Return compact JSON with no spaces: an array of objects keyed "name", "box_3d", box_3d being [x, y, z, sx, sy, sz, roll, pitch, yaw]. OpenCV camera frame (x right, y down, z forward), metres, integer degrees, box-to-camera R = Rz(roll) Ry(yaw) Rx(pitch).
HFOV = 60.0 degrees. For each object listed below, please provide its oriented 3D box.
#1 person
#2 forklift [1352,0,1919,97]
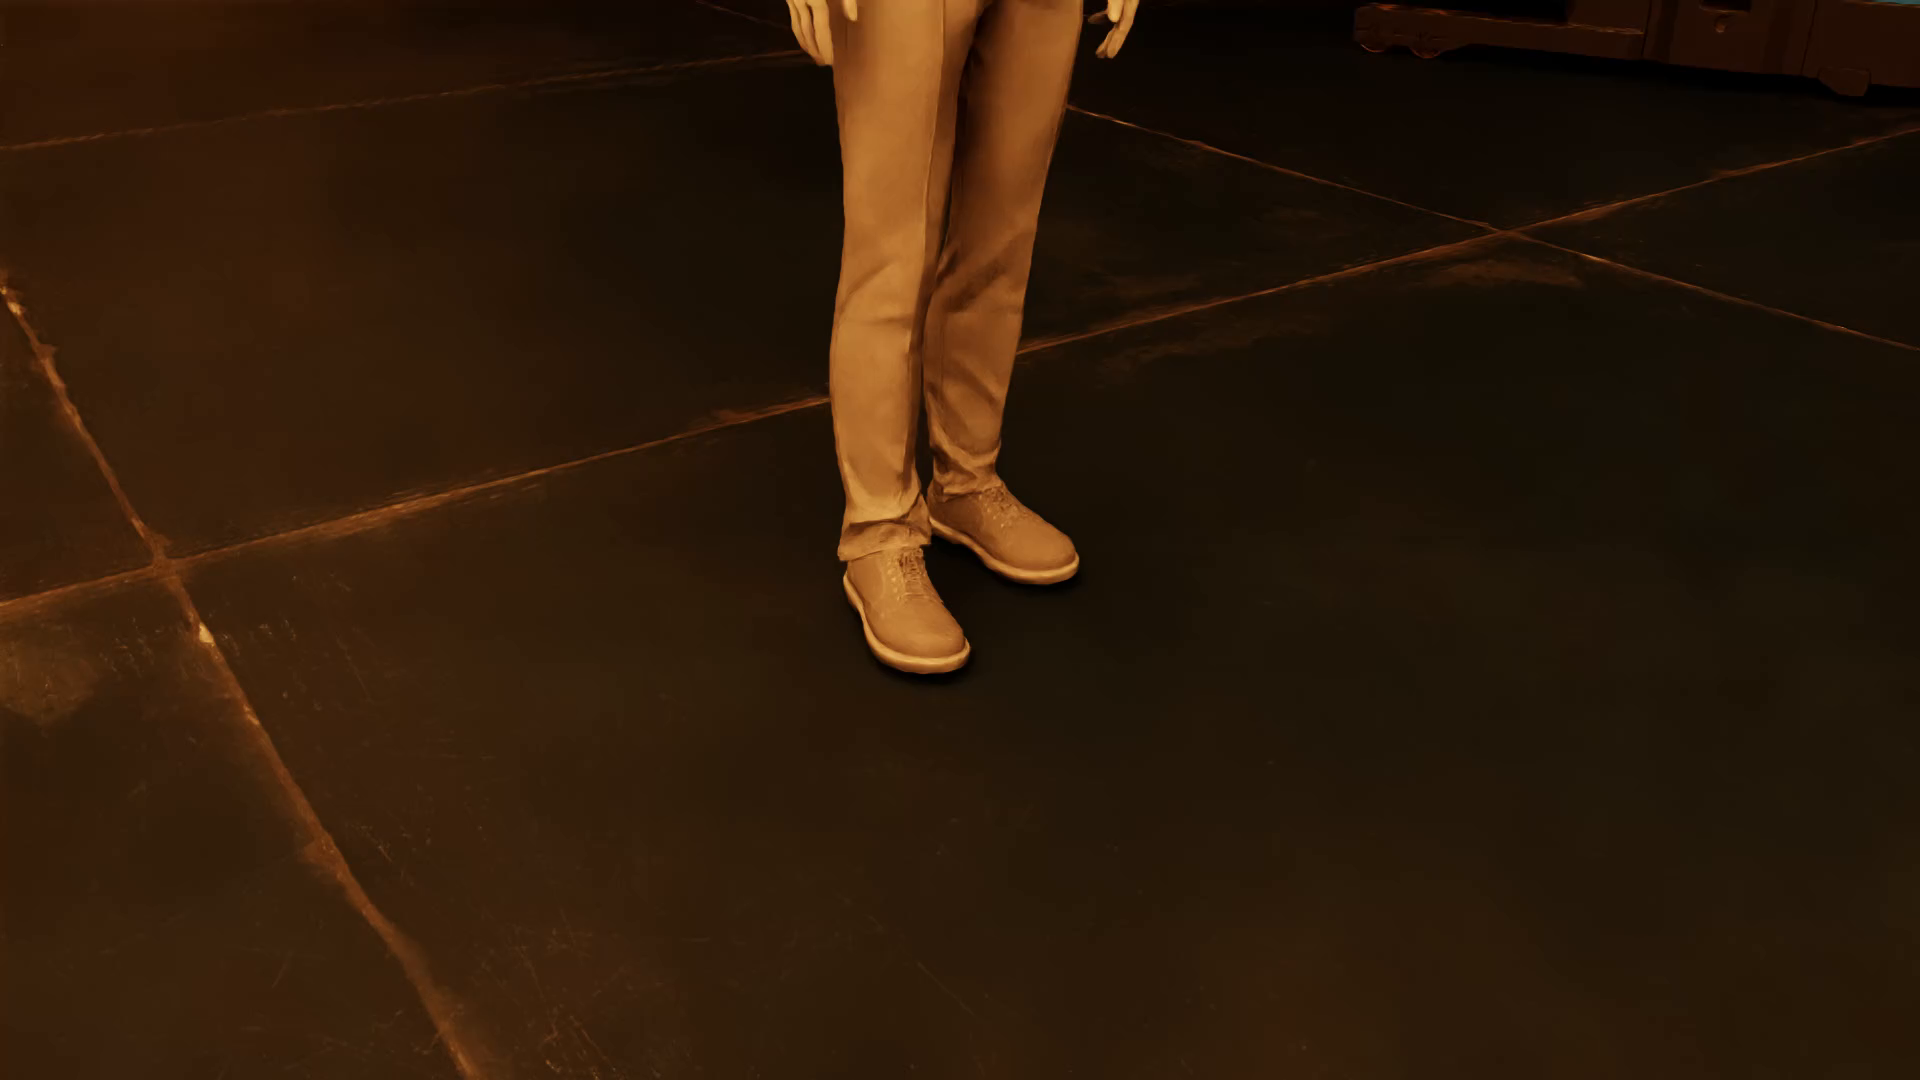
[{"name":"person","box_3d":[0.033,-0.738,2.063,0.586,1.695,0.532,-17,31,-31]},{"name":"forklift","box_3d":[2.030,-3.196,5.602,3.031,2.935,1.130,17,32,31]}]
